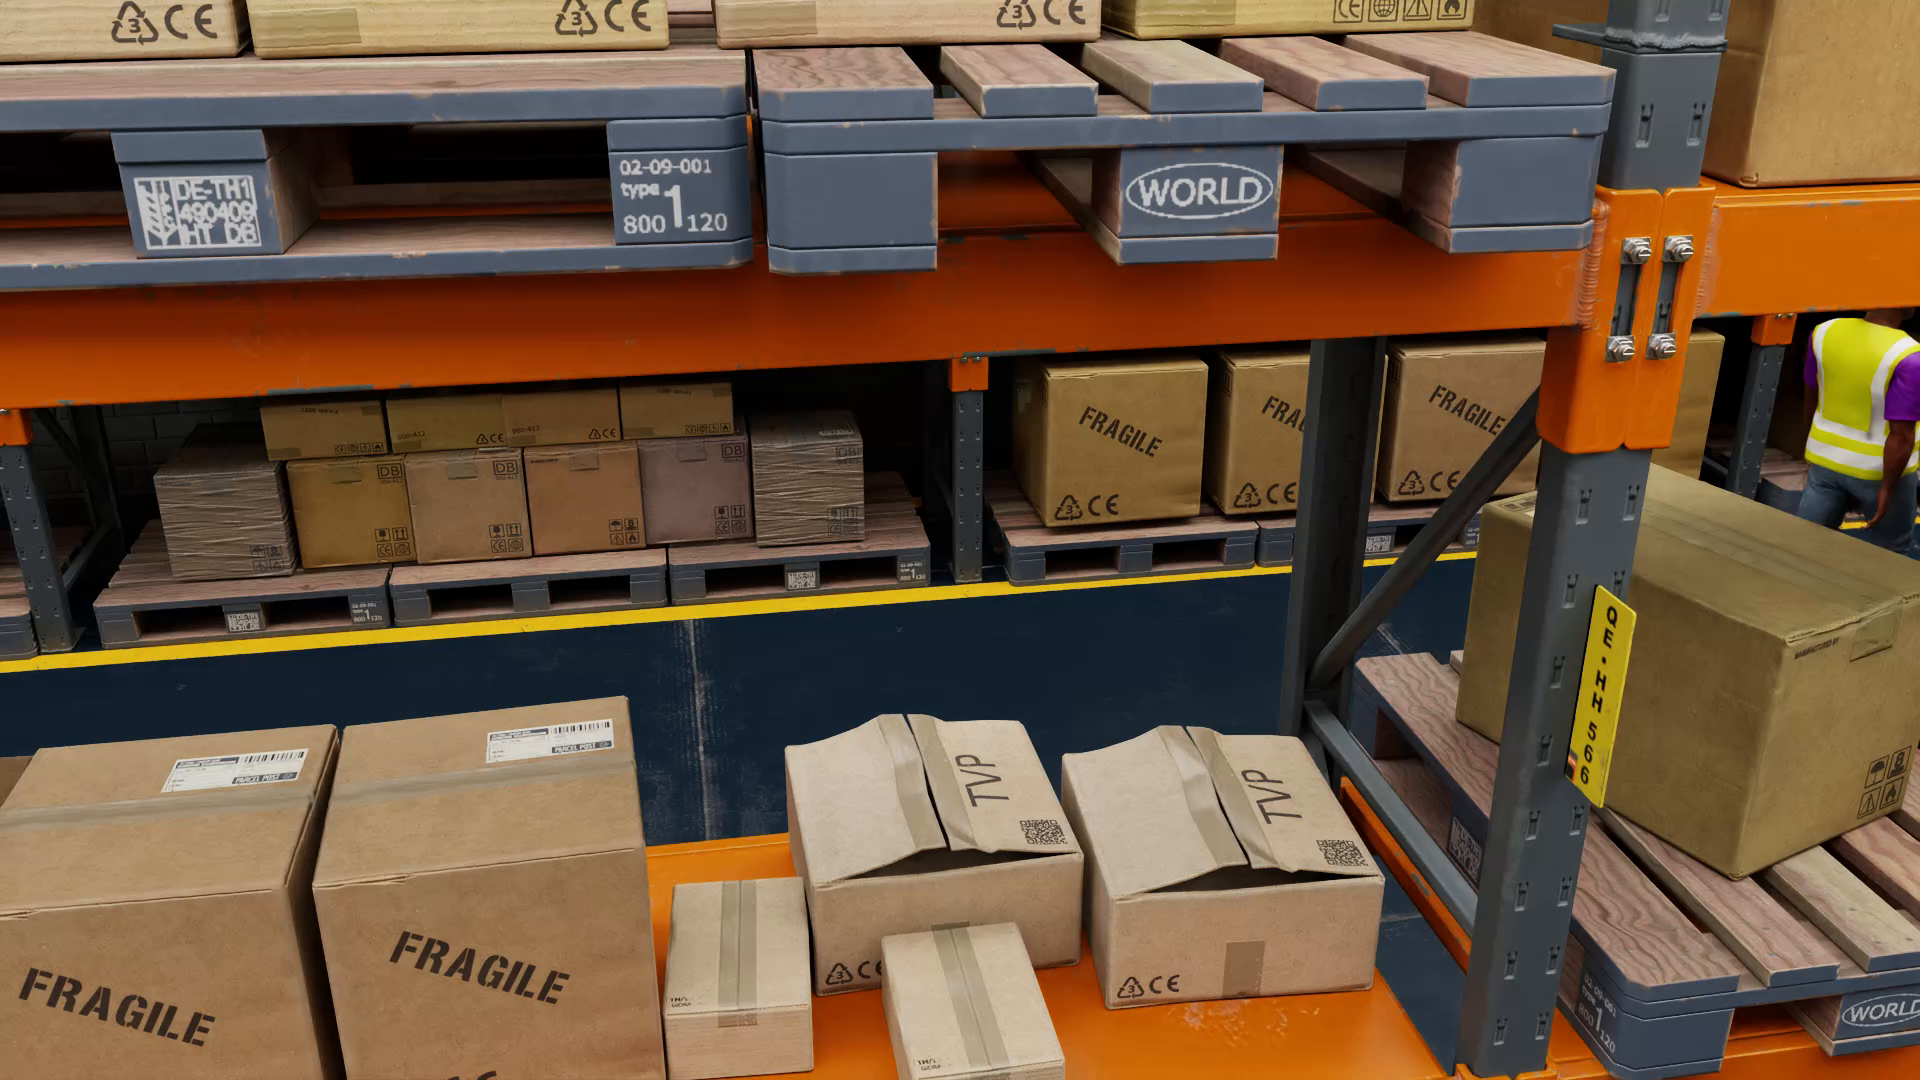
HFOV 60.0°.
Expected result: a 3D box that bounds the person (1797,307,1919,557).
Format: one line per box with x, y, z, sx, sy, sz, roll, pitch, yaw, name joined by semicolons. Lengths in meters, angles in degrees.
3.662;-0.322;6.808;0.951;1.732;0.566;-11;26;-25;person
